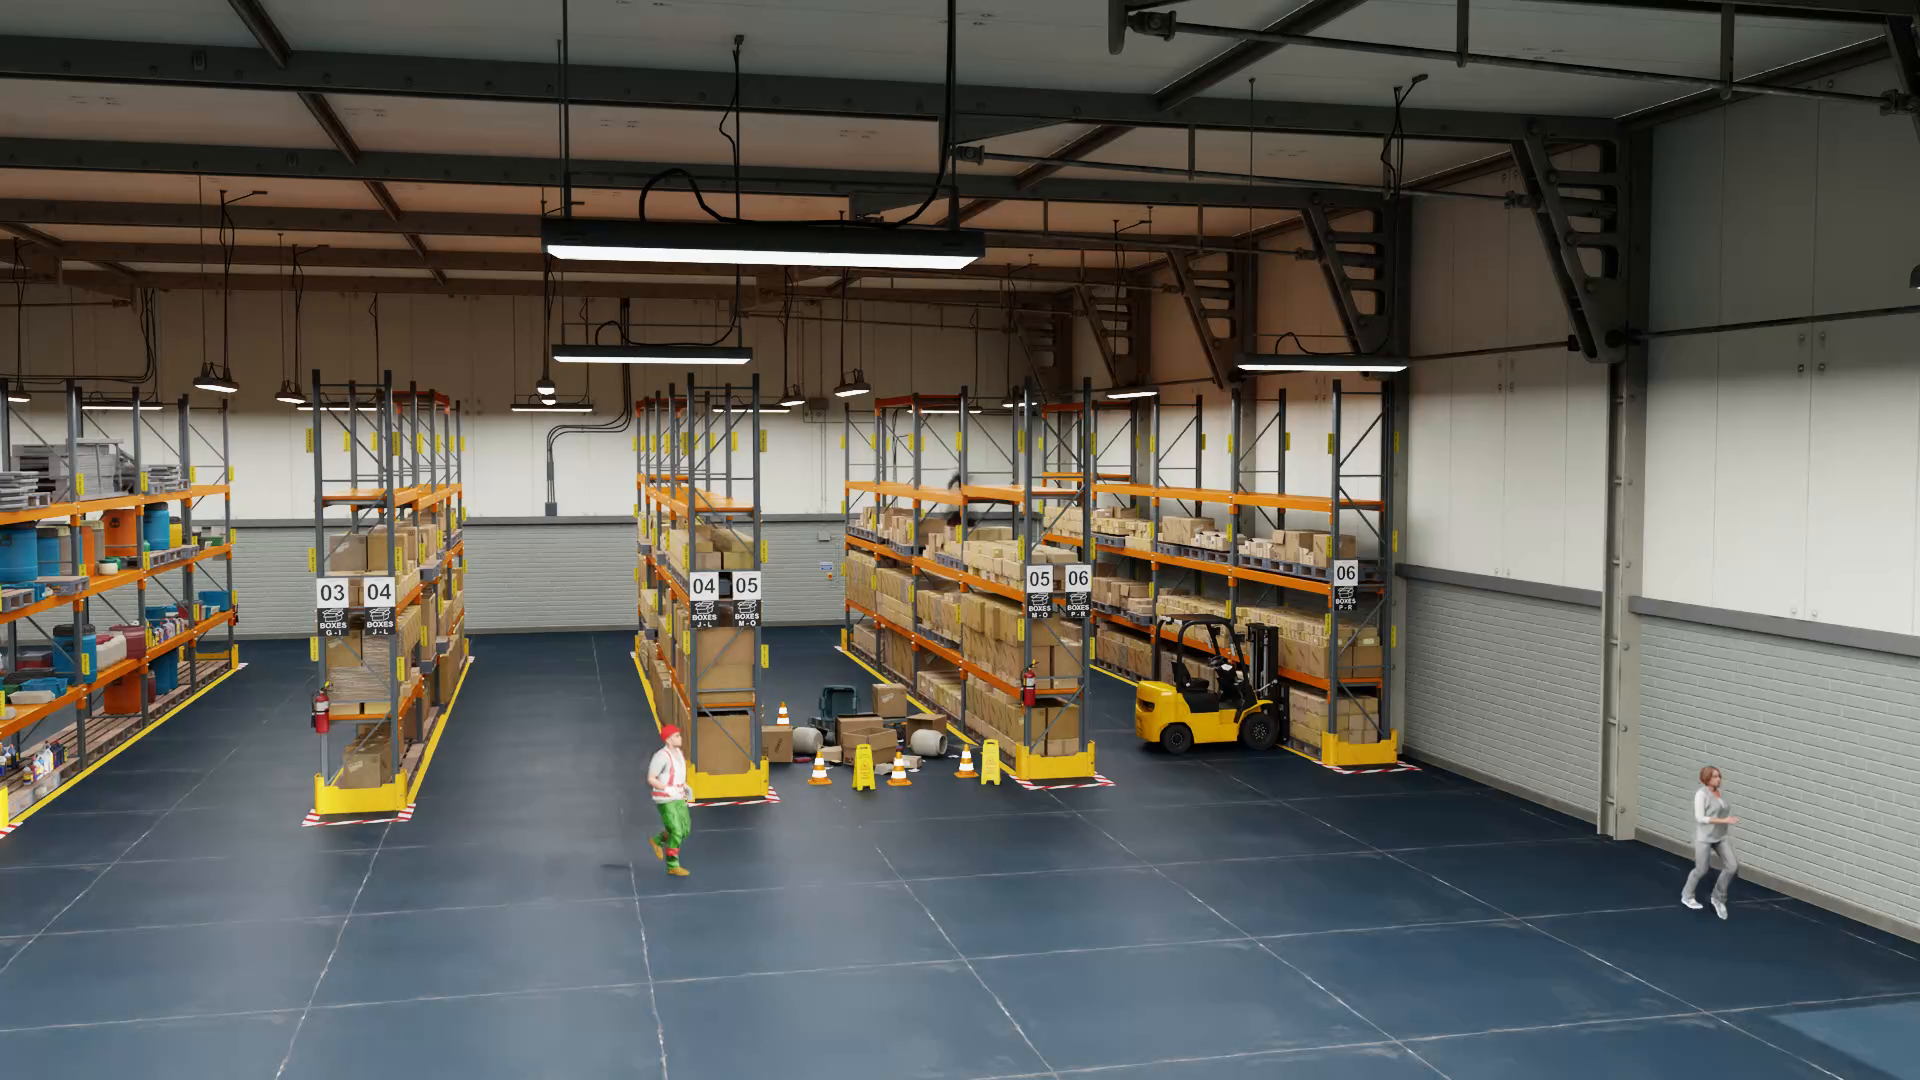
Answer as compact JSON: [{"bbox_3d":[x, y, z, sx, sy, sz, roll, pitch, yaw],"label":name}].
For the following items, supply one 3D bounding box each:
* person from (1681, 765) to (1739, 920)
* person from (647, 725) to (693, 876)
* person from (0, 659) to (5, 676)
[{"bbox_3d":[7.946,3.187,17.570,0.507,1.621,0.682,-1,4,-20],"label":"person"},{"bbox_3d":[-3.409,3.017,19.316,0.651,1.753,0.649,1,4,23],"label":"person"},{"bbox_3d":[-16.571,2.522,28.294,0.575,1.724,0.778,-1,3,-18],"label":"person"}]
